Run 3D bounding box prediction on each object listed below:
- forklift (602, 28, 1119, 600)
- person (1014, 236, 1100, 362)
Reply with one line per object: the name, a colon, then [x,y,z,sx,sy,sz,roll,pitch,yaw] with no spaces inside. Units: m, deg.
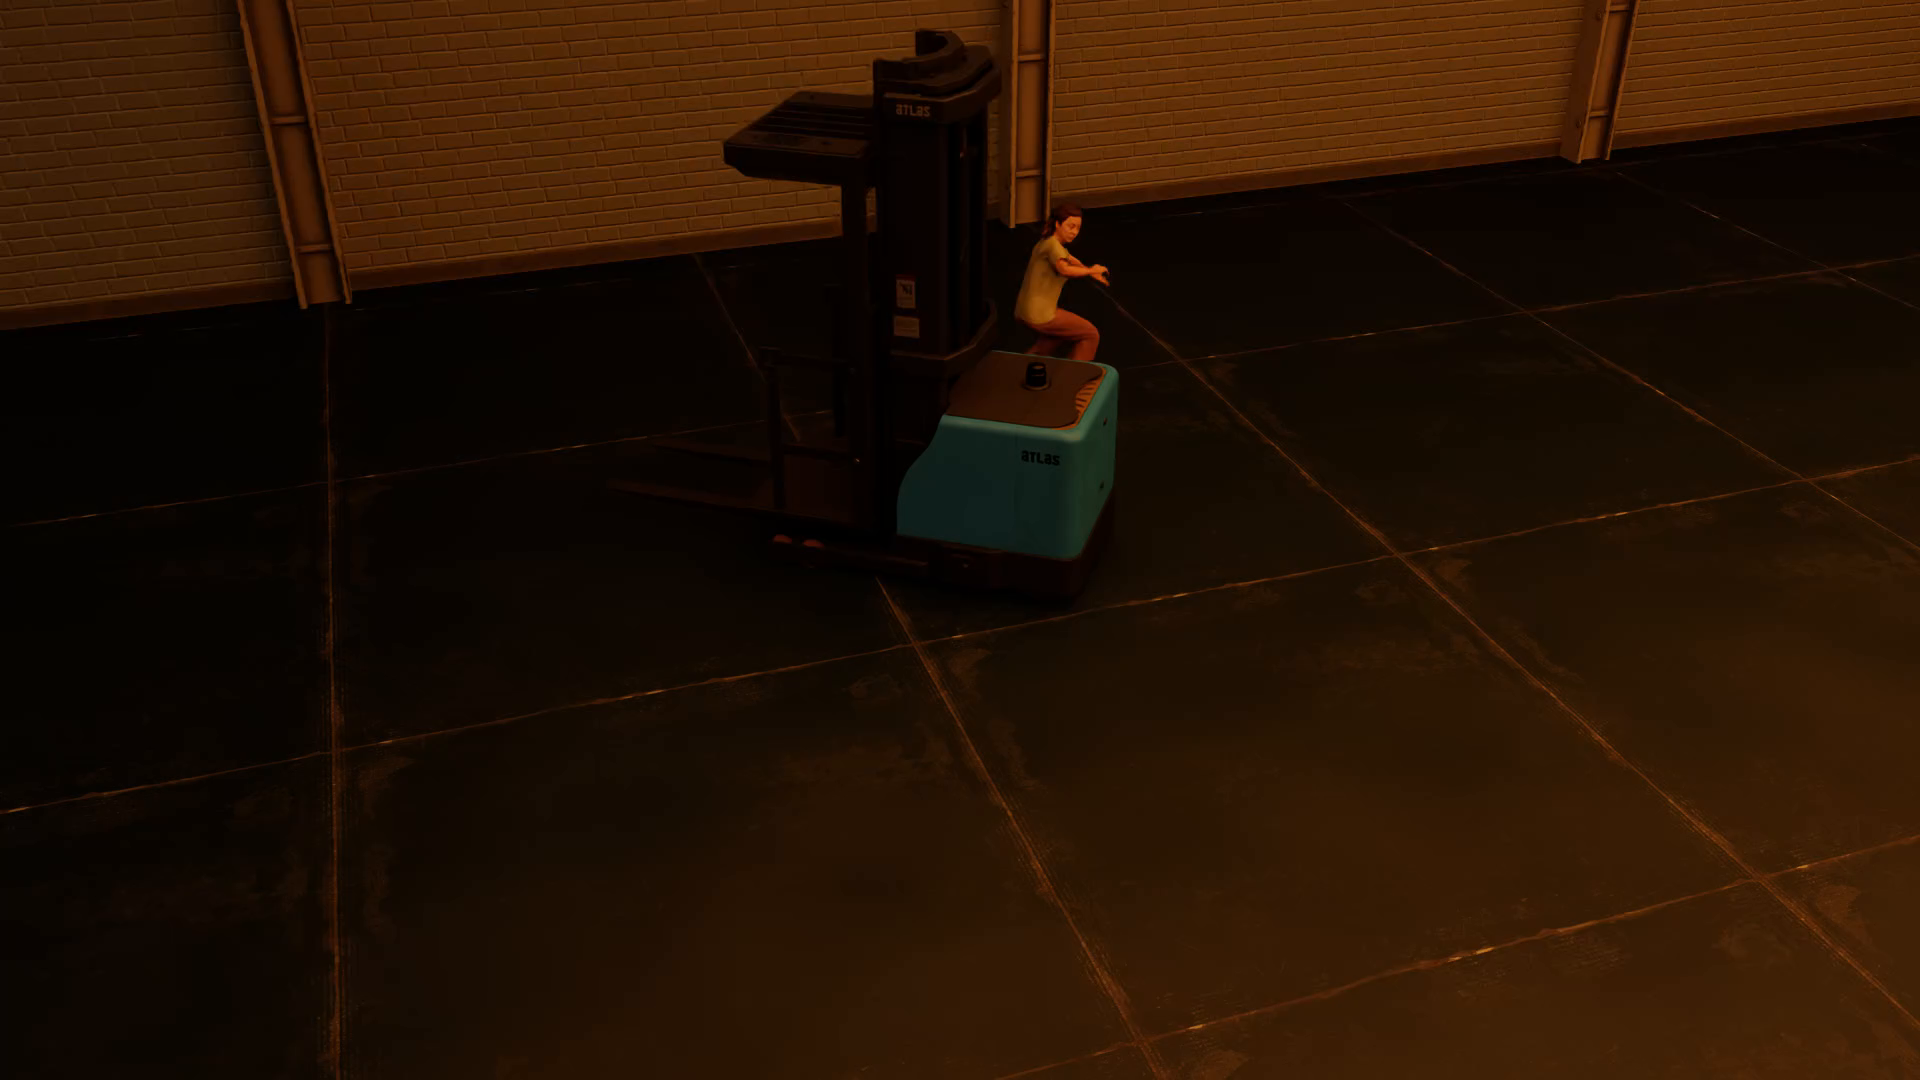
forklift: [-0.643,-1.345,9.425,3.031,2.935,1.130,9,31,15]
person: [0.641,-1.576,11.485,0.564,1.097,0.593,-11,32,-18]
